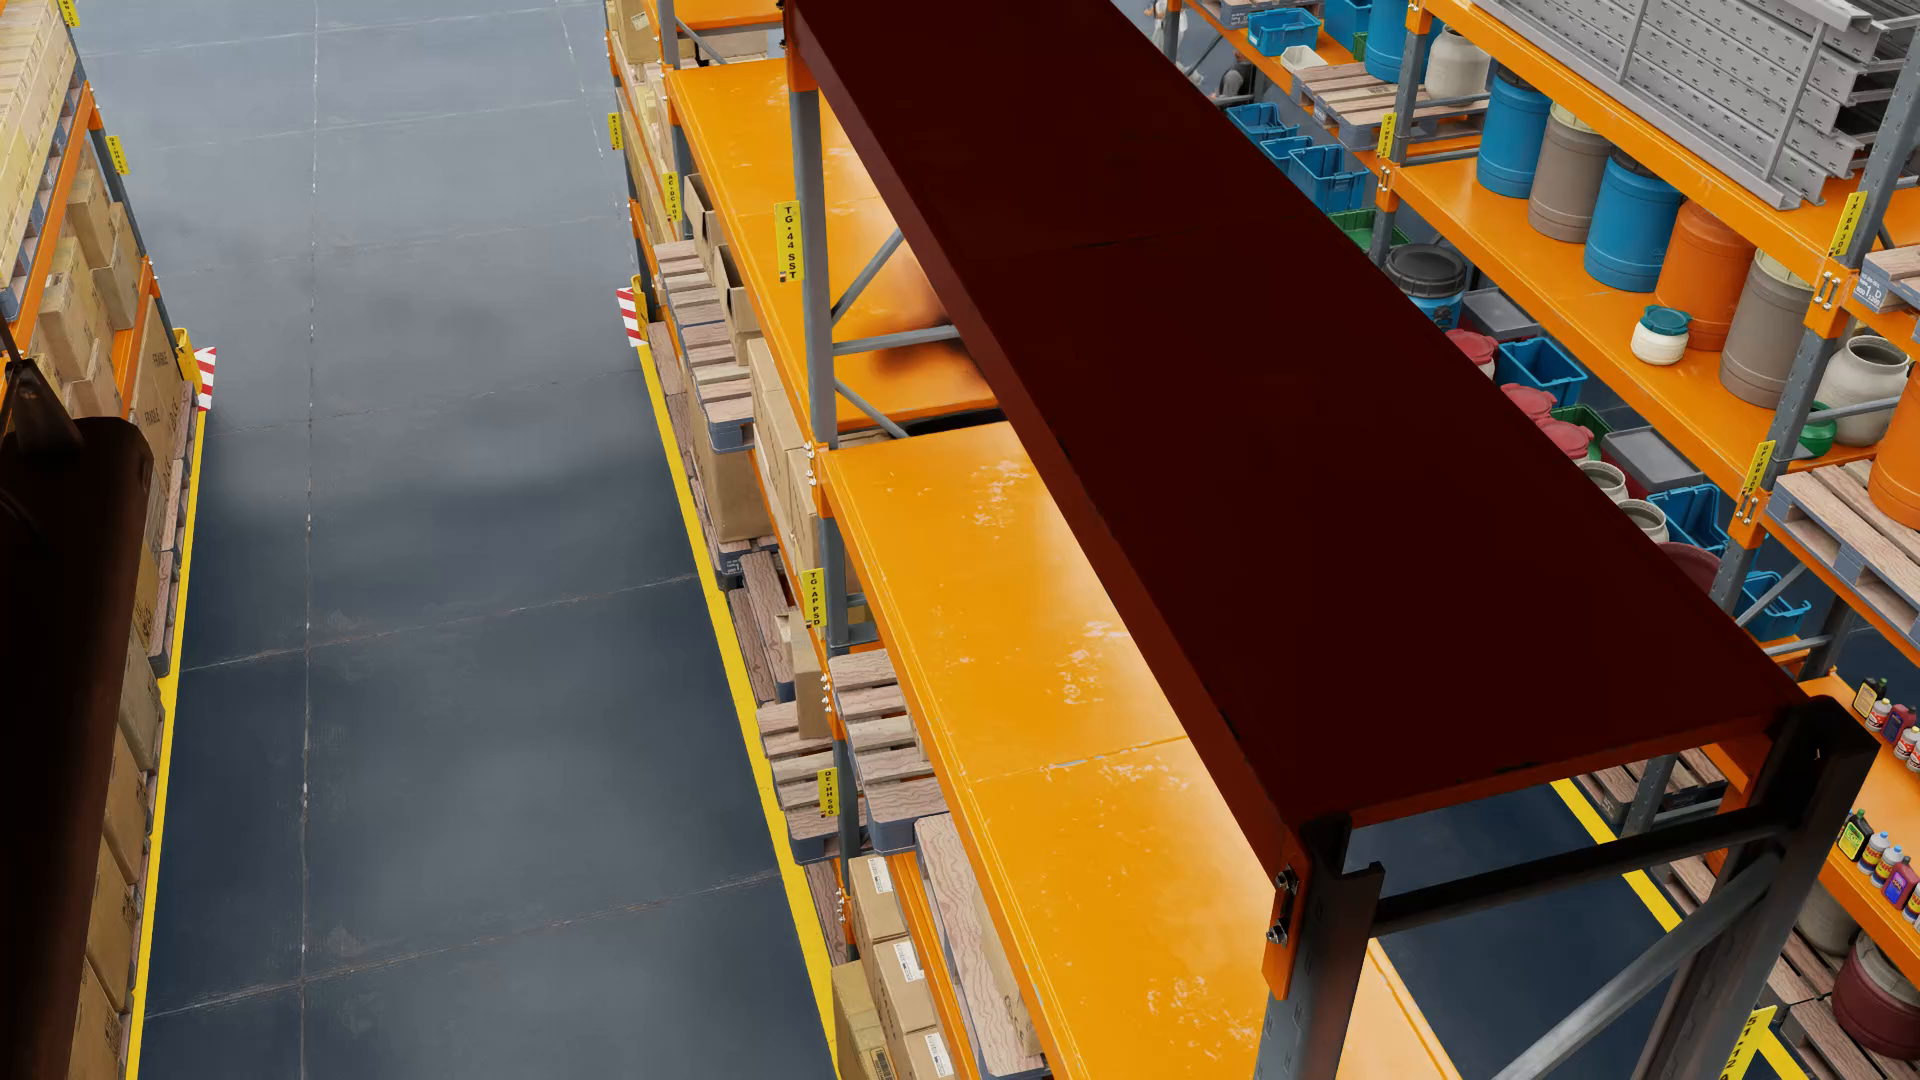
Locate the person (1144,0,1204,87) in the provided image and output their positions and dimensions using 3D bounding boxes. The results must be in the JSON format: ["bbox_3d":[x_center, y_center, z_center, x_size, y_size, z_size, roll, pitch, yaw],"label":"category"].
[{"bbox_3d":[2.412,-5.777,18.801,0.803,1.632,0.620,7,39,9],"label":"person"}]

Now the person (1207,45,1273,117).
[{"bbox_3d":[2.802,-4.328,16.941,0.796,1.703,0.697,26,45,29],"label":"person"}]
